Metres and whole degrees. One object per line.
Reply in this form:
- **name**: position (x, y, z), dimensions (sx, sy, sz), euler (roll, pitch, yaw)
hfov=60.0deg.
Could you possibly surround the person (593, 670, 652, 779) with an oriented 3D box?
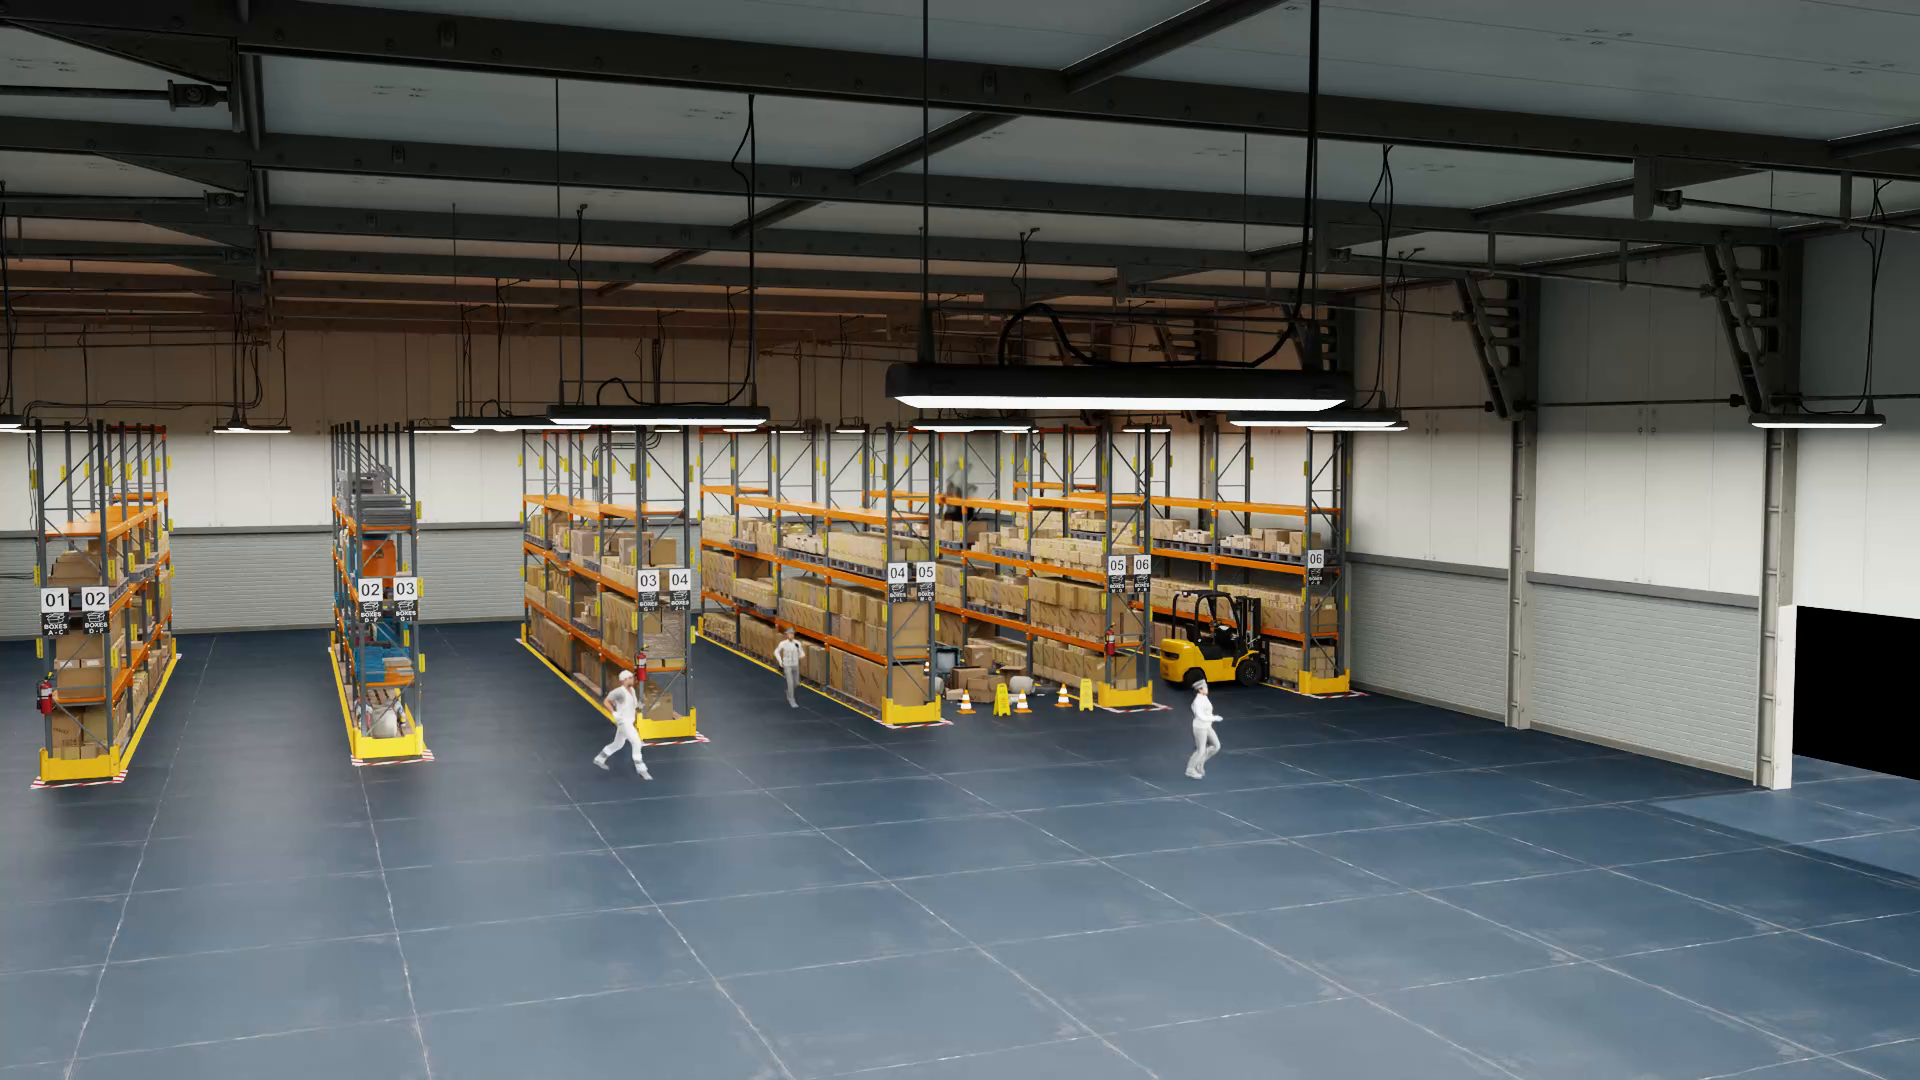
- **person**: position (-5.656, 3.094, 27.911), dimensions (1.048, 1.830, 0.621), euler (0, 4, 3)

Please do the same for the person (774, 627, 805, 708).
- **person**: position (-3.597, 2.673, 35.258), dimensions (0.624, 1.669, 0.875), euler (-2, 4, -25)

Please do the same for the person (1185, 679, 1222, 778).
- **person**: position (4.085, 3.140, 27.777), dimensions (0.619, 1.660, 0.590), euler (1, 4, 22)
